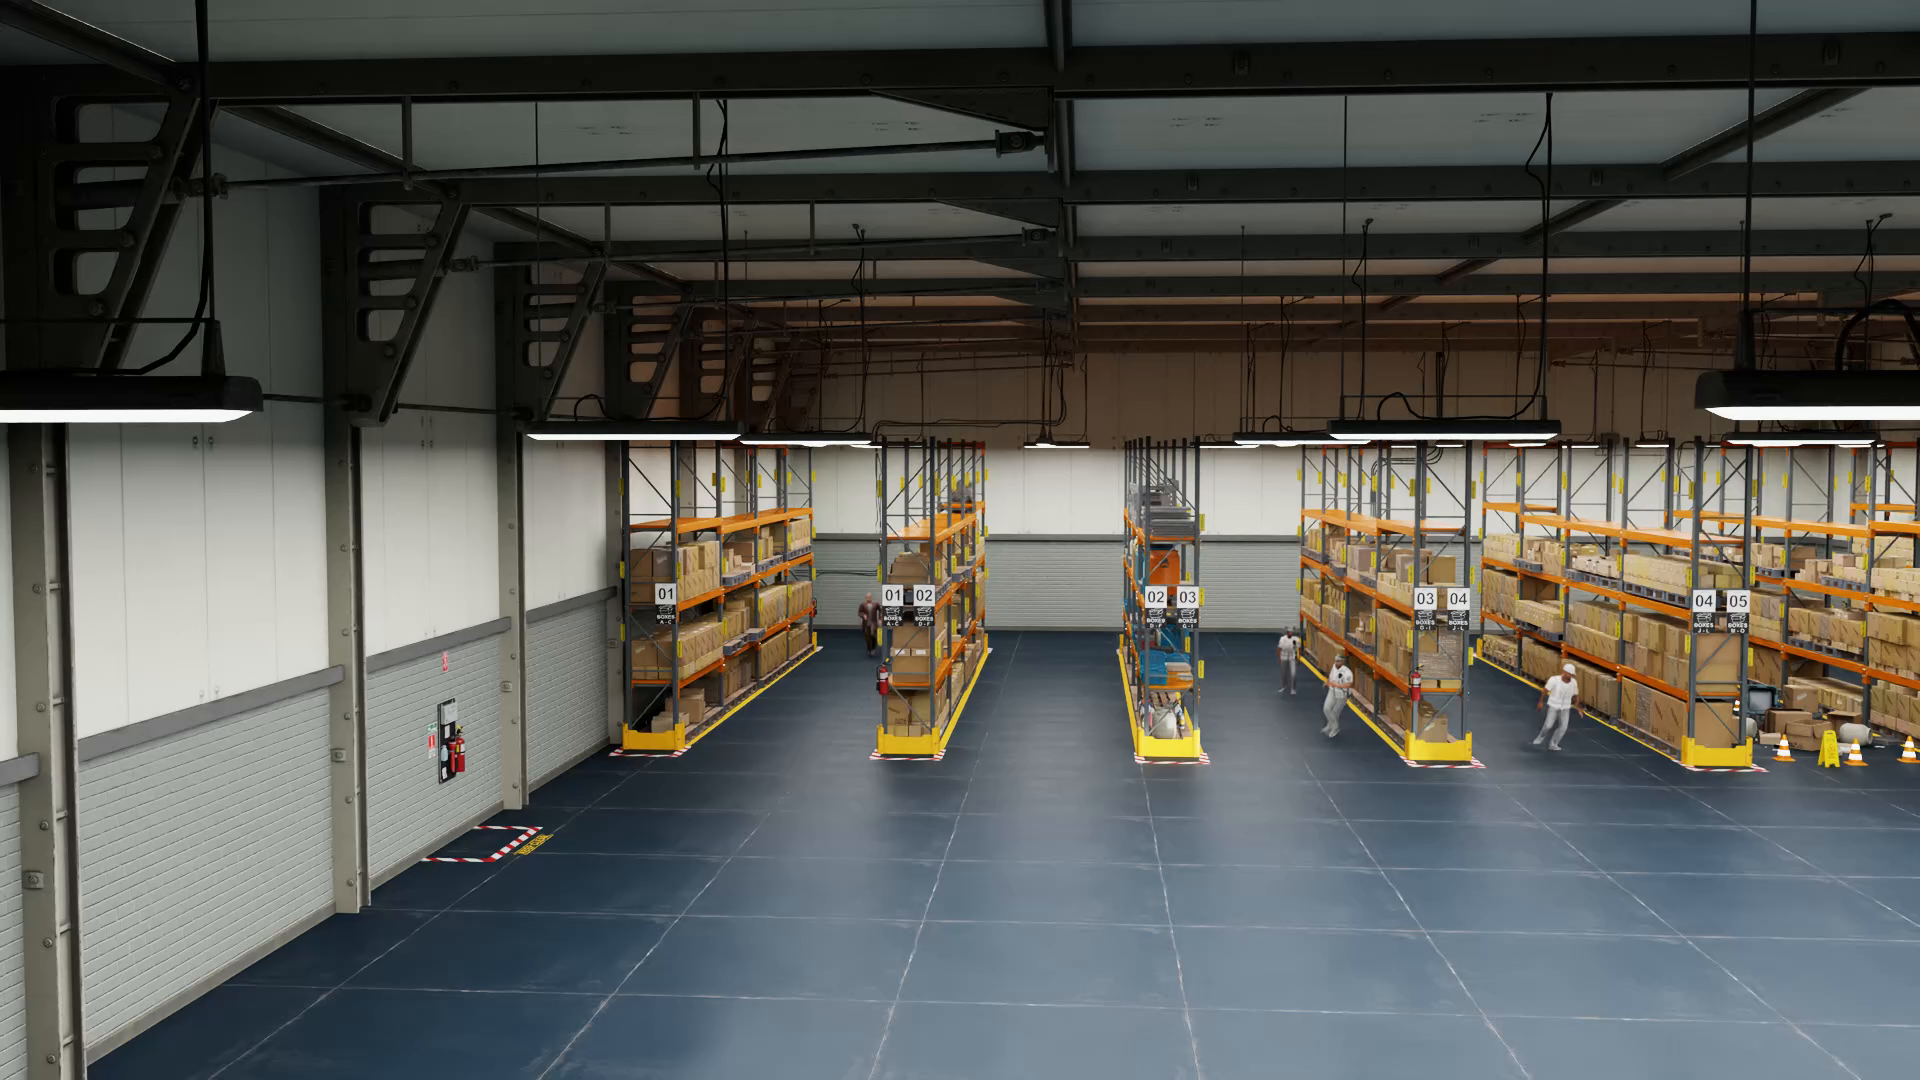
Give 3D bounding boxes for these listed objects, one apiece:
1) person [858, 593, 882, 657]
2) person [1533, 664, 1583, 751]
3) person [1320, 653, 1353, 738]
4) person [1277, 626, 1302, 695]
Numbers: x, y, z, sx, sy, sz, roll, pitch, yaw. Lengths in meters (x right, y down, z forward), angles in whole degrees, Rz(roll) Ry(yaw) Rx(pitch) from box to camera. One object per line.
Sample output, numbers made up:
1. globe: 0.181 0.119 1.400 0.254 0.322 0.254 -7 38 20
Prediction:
1. person: -2.515 2.367 46.309 0.658 1.779 0.848 0 3 4
2. person: 11.403 3.172 31.671 0.820 1.680 0.700 0 3 -3
3. person: 7.536 3.085 33.275 0.791 1.693 0.723 2 4 37
4. person: 7.787 2.819 39.258 0.563 1.641 0.615 1 3 17
